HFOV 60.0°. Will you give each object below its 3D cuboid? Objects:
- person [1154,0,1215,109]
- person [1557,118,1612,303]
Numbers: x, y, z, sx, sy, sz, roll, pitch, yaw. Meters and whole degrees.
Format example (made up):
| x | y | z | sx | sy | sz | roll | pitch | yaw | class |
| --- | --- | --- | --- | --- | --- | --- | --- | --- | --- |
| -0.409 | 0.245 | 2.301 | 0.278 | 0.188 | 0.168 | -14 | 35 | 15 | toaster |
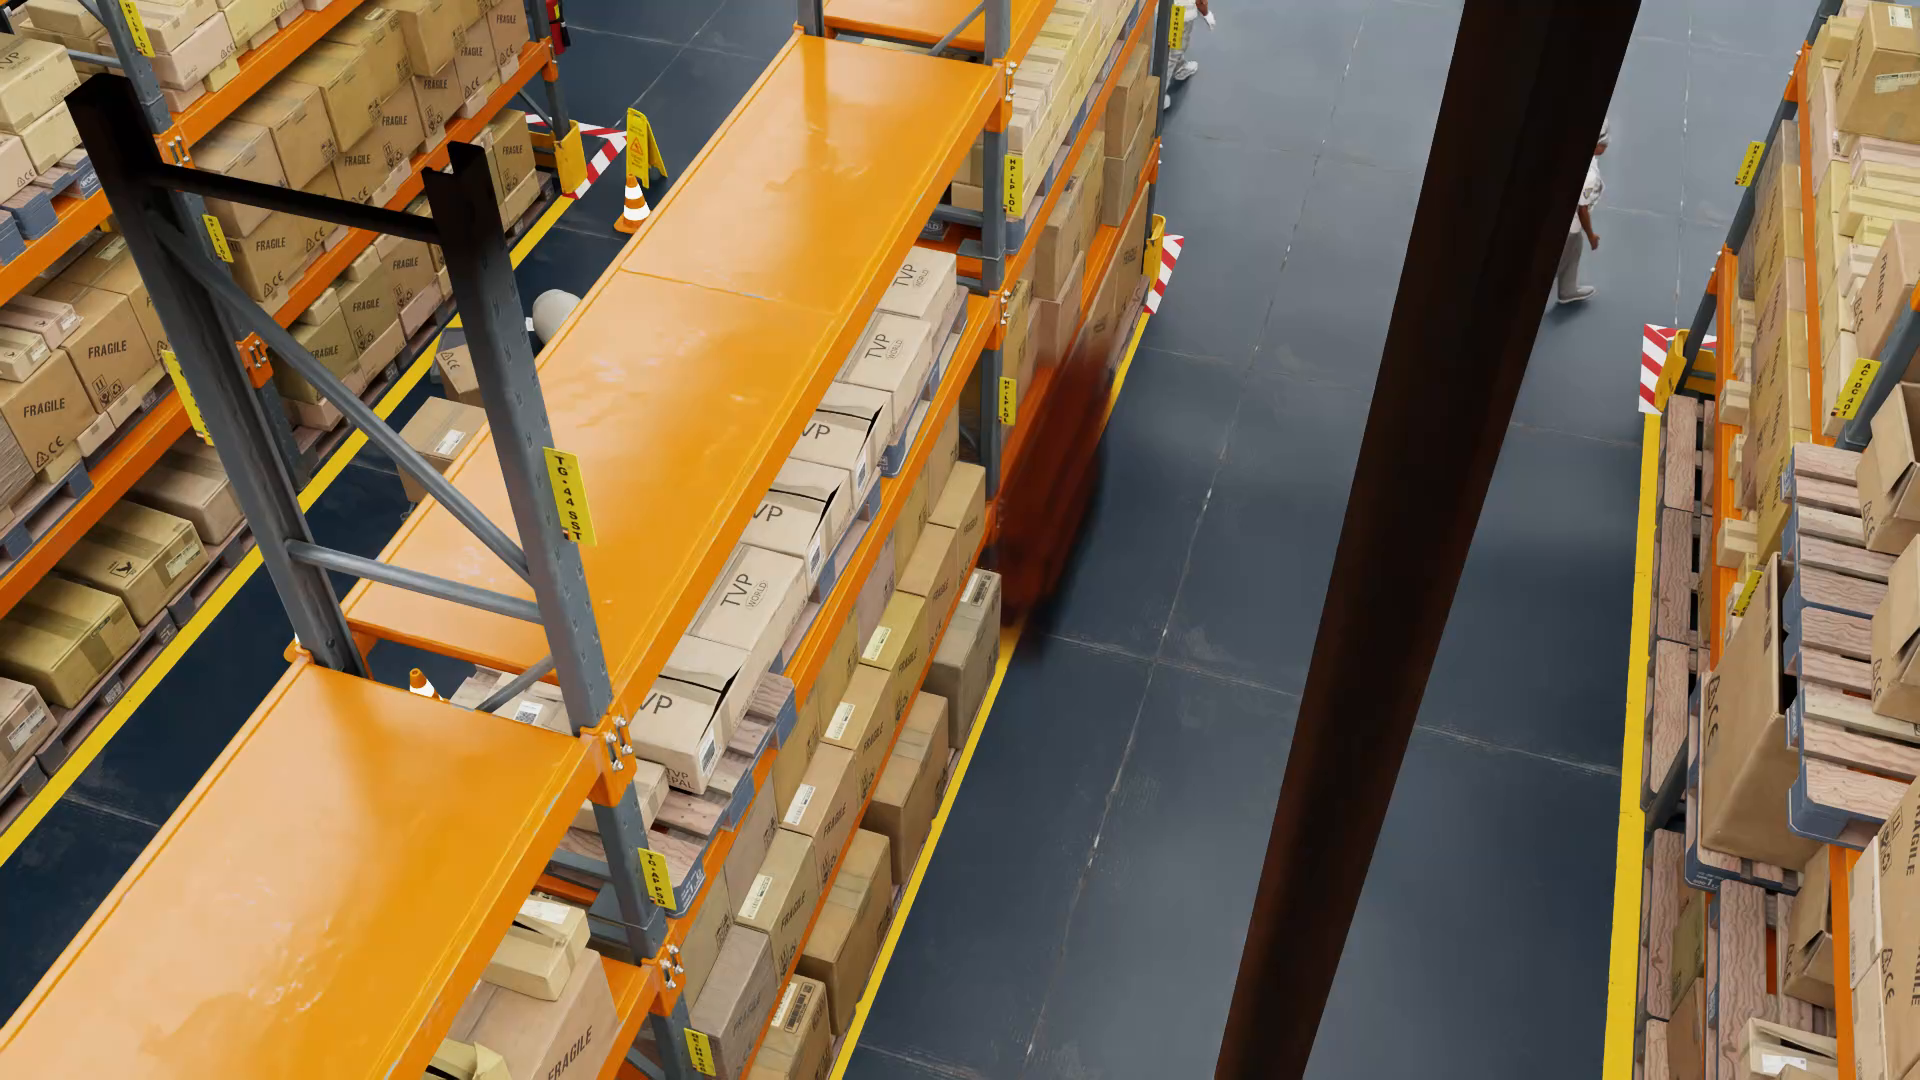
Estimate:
| x | y | z | sx | sy | sz | roll | pitch | yaw | class |
| --- | --- | --- | --- | --- | --- | --- | --- | --- | --- |
| 1.979 | -4.619 | 14.399 | 0.821 | 1.772 | 0.624 | -25 | 51 | -23 | person |
| 4.479 | -2.377 | 12.303 | 0.900 | 1.647 | 0.488 | 3 | 46 | 2 | person |
